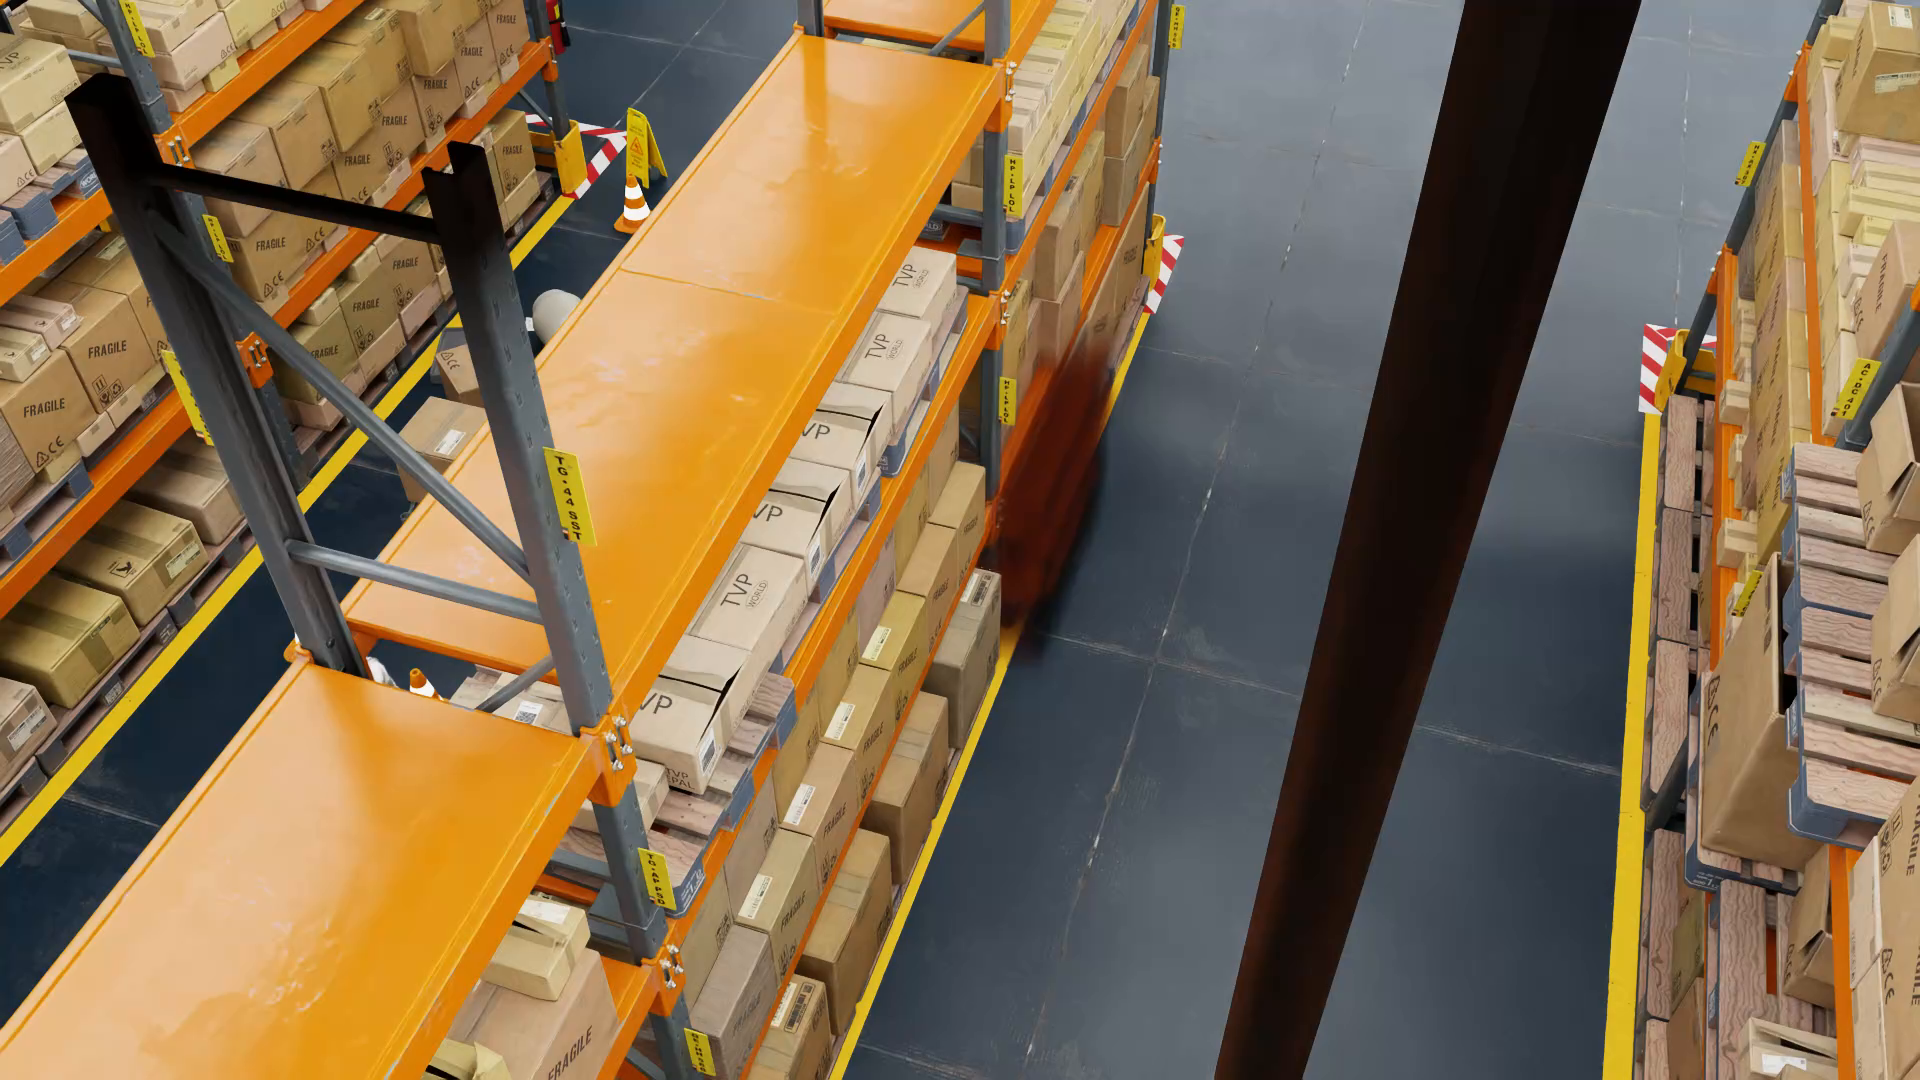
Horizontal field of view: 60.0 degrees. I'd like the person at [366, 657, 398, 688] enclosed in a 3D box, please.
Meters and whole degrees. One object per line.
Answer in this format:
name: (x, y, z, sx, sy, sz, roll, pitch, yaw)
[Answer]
person: (-3.177, 0.992, 9.015, 0.518, 1.675, 0.599, 0, 46, 0)
